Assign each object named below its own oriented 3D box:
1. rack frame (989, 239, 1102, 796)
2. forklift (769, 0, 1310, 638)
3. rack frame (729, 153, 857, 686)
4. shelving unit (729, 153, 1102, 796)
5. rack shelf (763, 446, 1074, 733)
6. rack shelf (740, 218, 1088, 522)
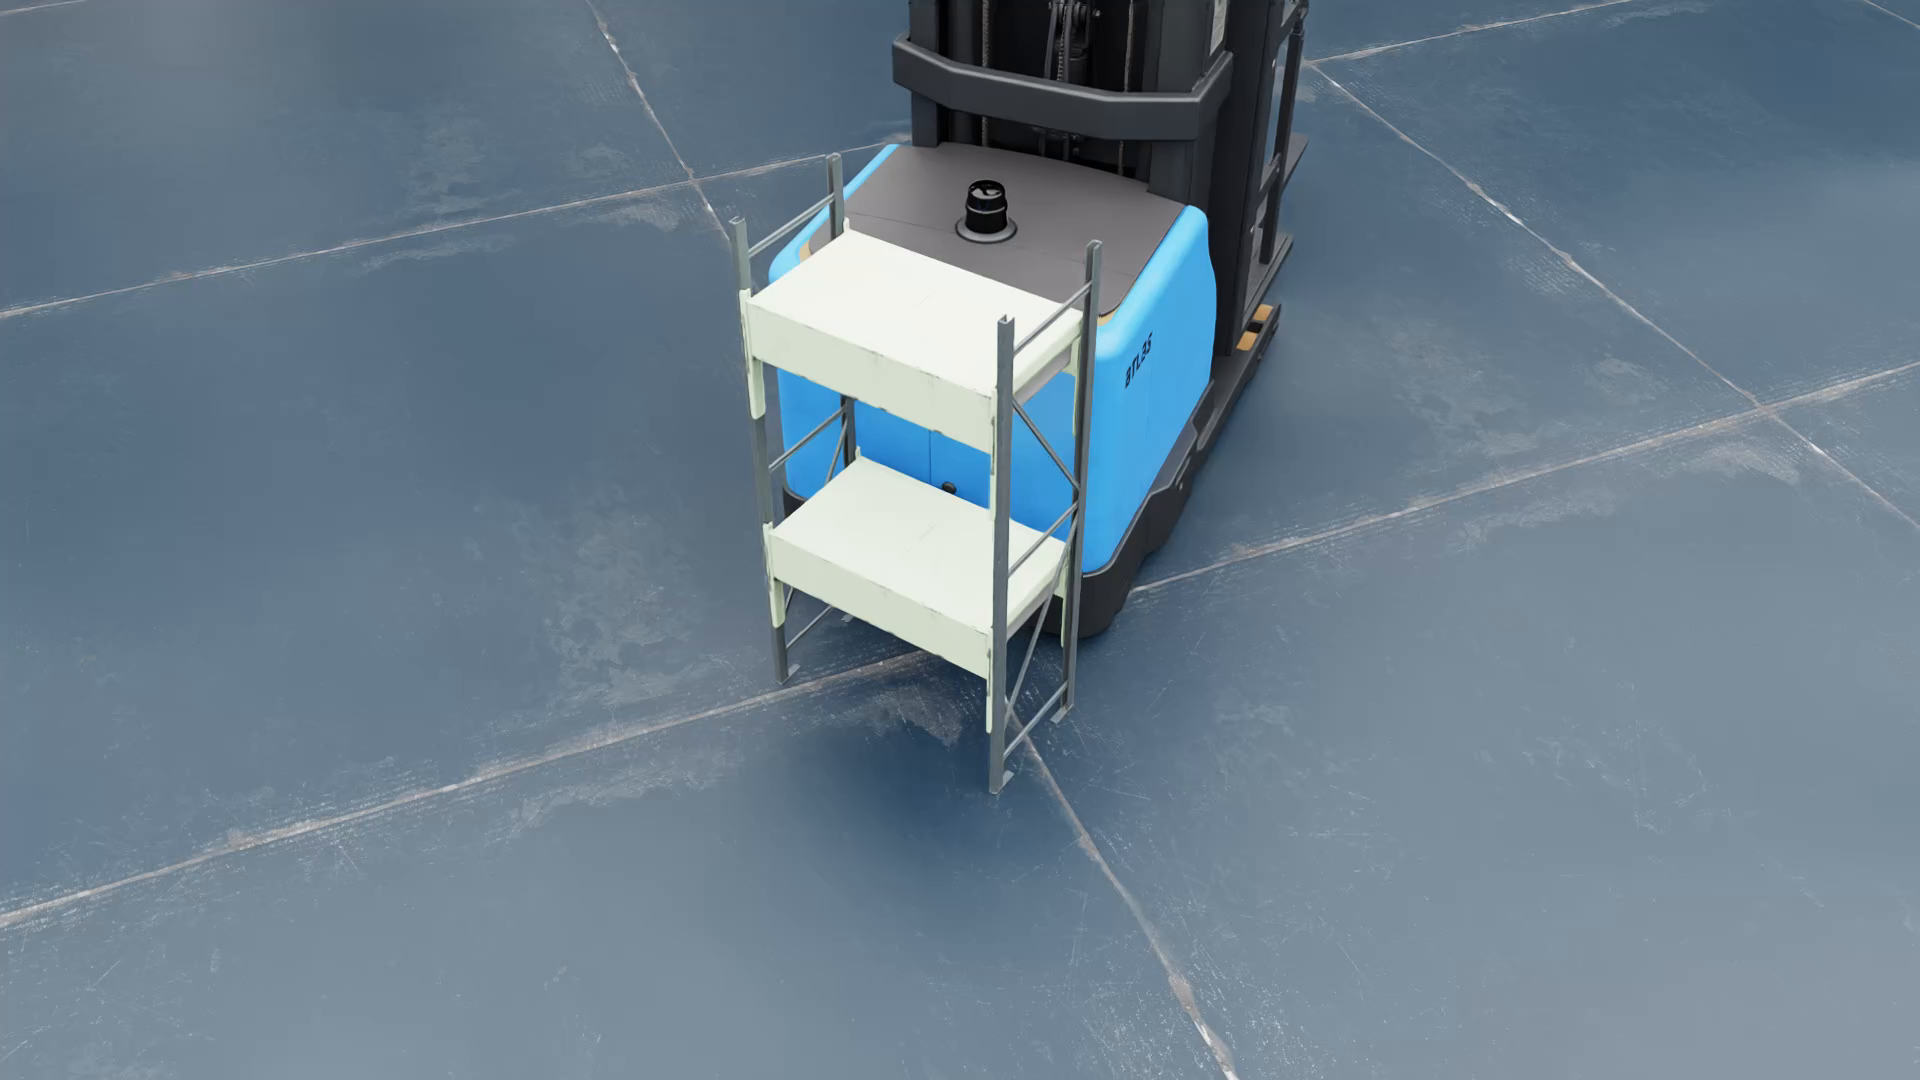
[{"bbox_3d":[0.199,0.005,4.094,0.023,1.500,0.400,24,46,25],"label":"rack frame"},{"bbox_3d":[0.517,-1.792,5.086,1.130,2.935,3.031,16,43,18],"label":"forklift"},{"bbox_3d":[-0.408,-0.262,4.404,0.023,1.500,0.400,24,46,25],"label":"rack frame"},{"bbox_3d":[-0.105,-0.128,4.249,0.755,1.500,0.431,24,46,25],"label":"shelving unit"},{"bbox_3d":[-0.105,0.119,4.461,0.720,0.370,0.431,24,46,25],"label":"rack shelf"},{"bbox_3d":[-0.105,-0.424,3.994,0.720,0.370,0.431,24,46,25],"label":"rack shelf"}]
